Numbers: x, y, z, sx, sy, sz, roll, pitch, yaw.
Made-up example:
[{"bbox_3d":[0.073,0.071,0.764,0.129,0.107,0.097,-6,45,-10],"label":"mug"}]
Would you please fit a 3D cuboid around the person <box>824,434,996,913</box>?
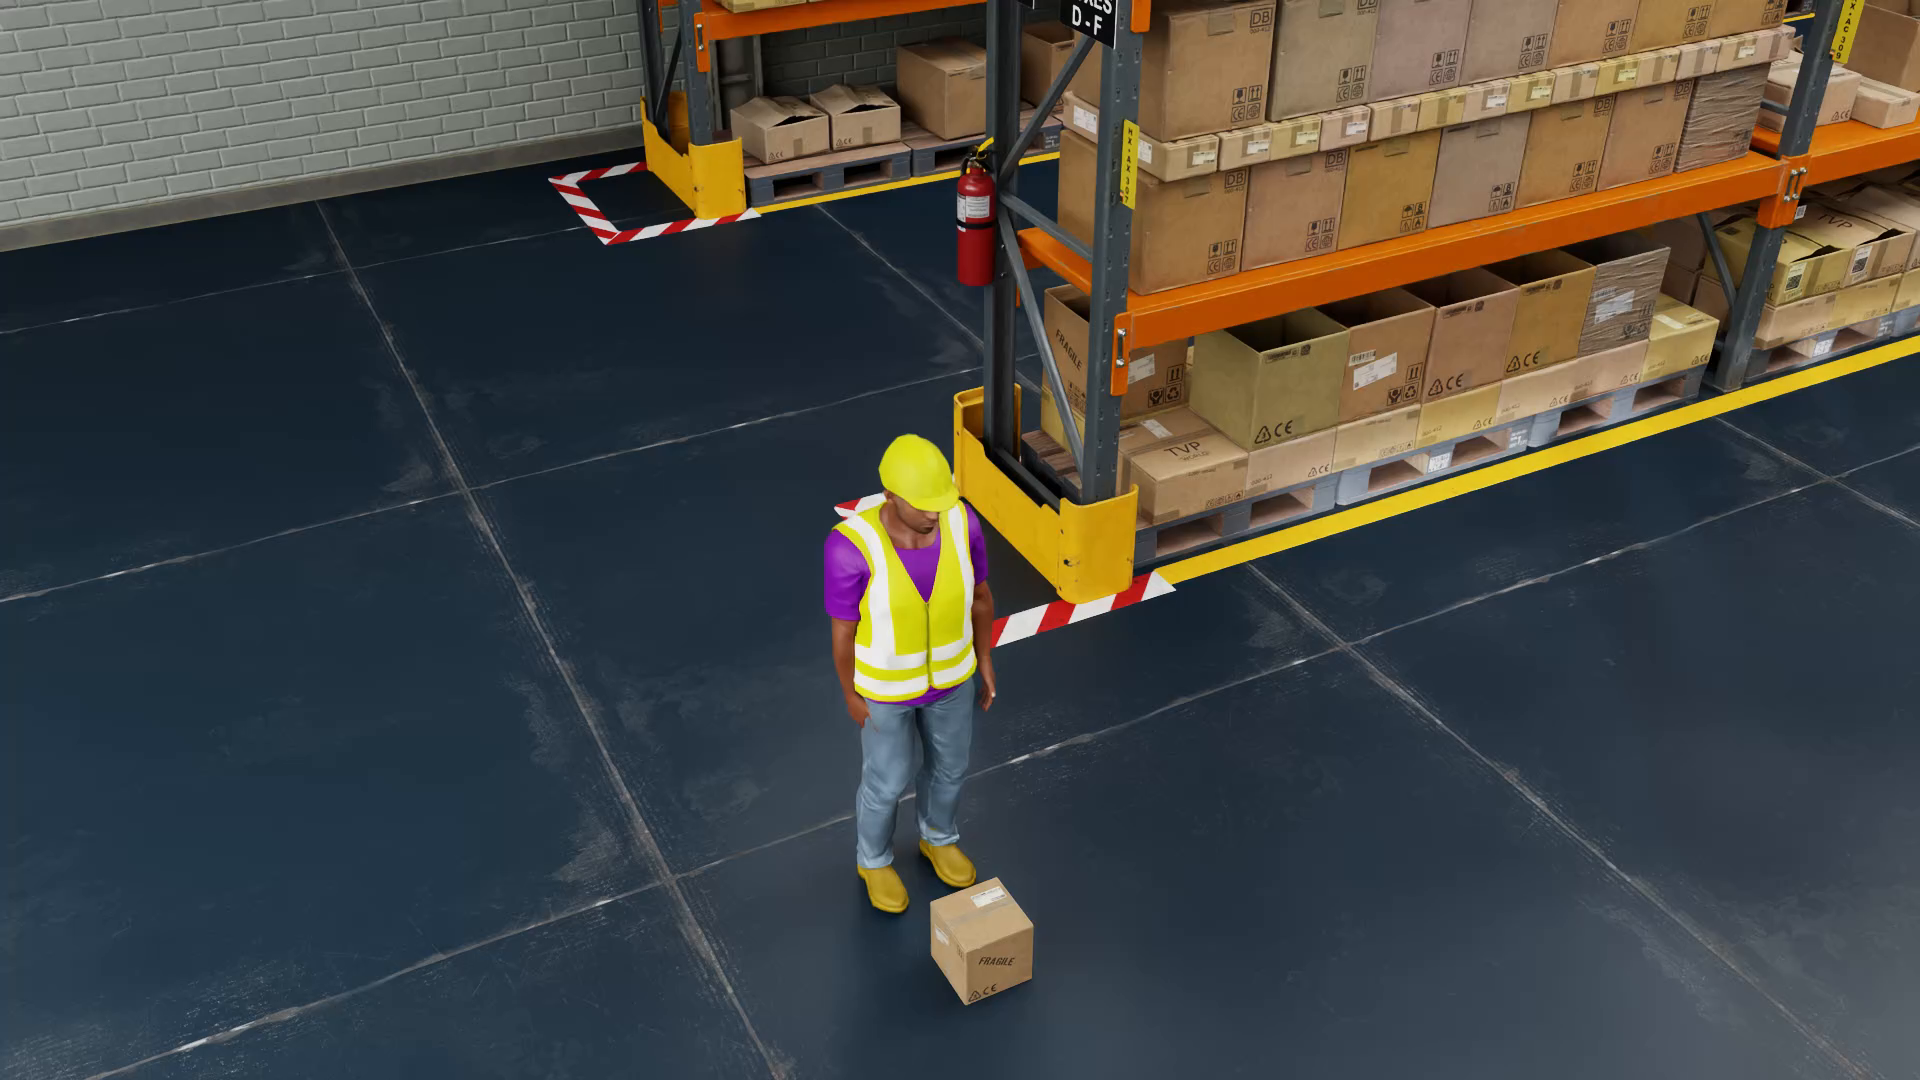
[{"bbox_3d":[-0.145,0.436,5.444,0.566,1.762,0.360,-15,36,-22],"label":"person"}]
